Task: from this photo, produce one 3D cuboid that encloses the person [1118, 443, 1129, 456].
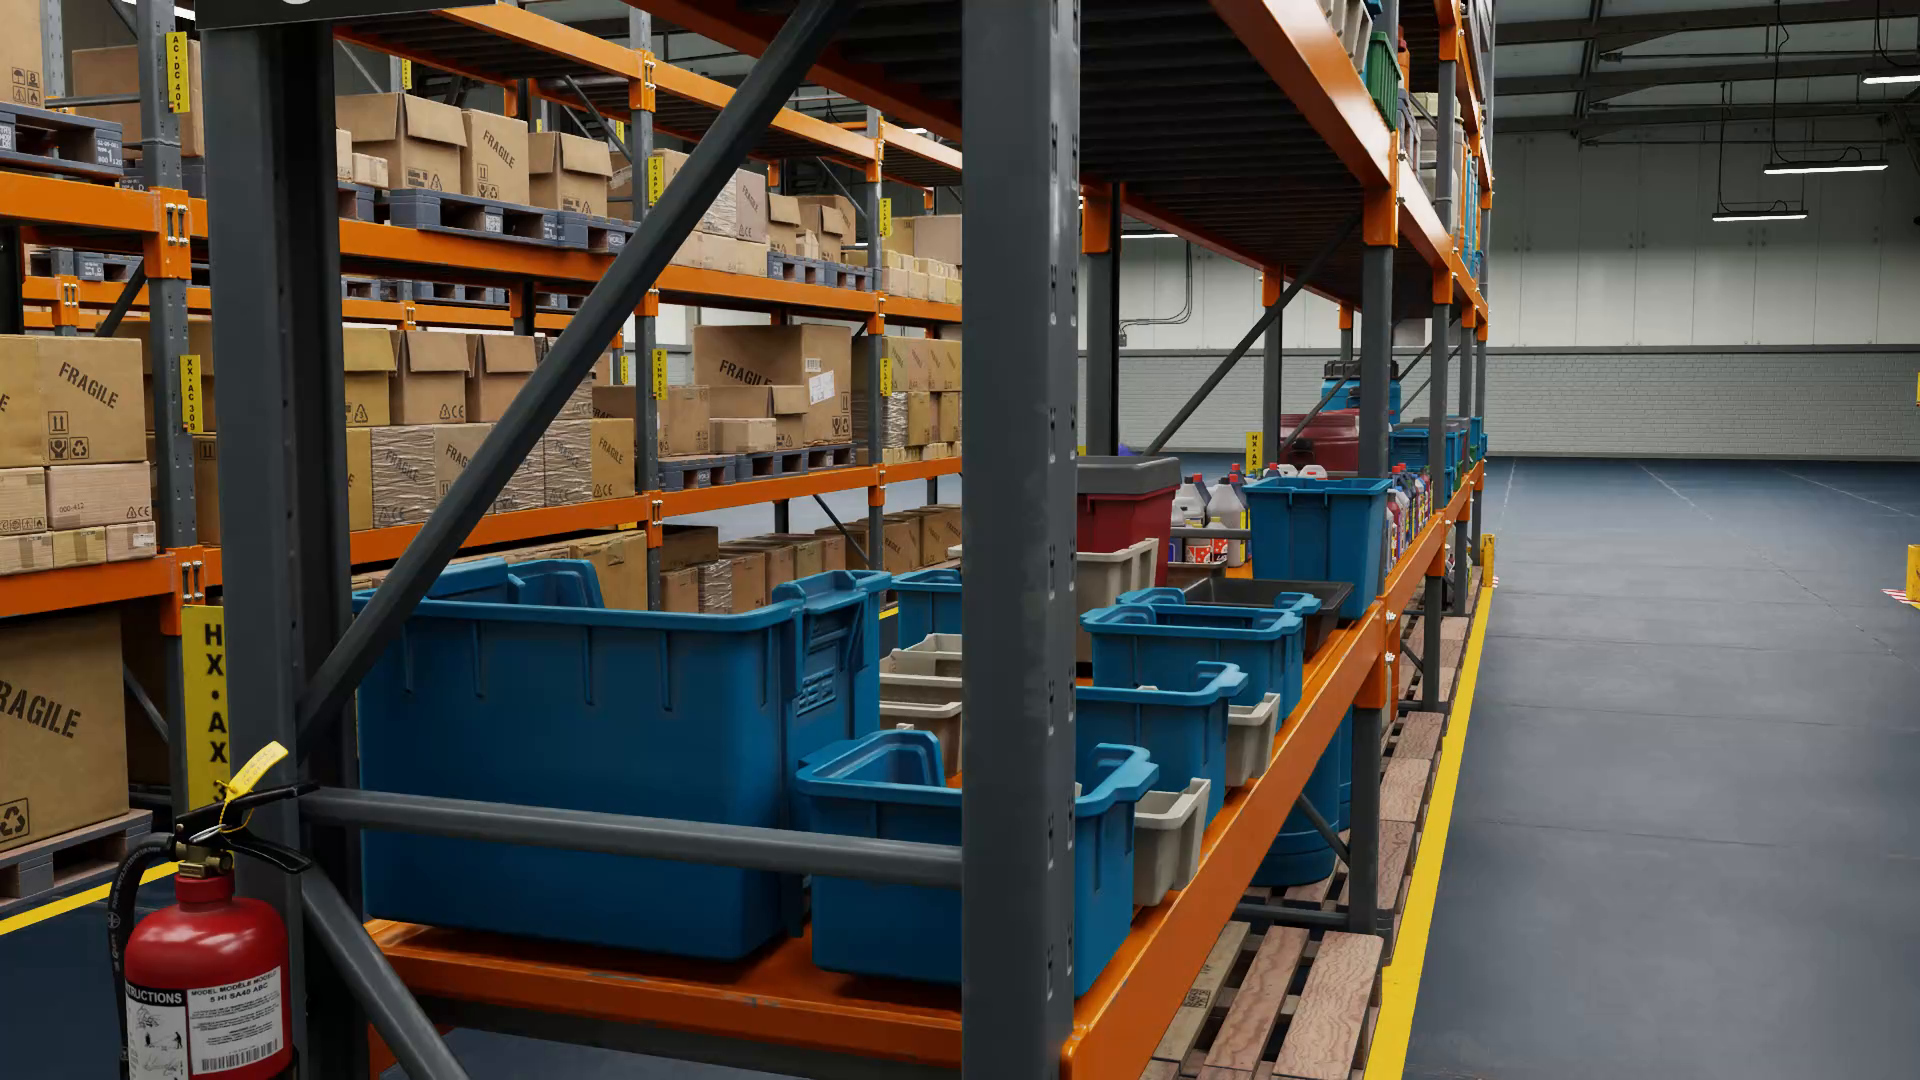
[{"bbox_3d":[1.556,-0.411,17.422,0.435,1.722,0.530,0,5,5],"label":"person"}]
